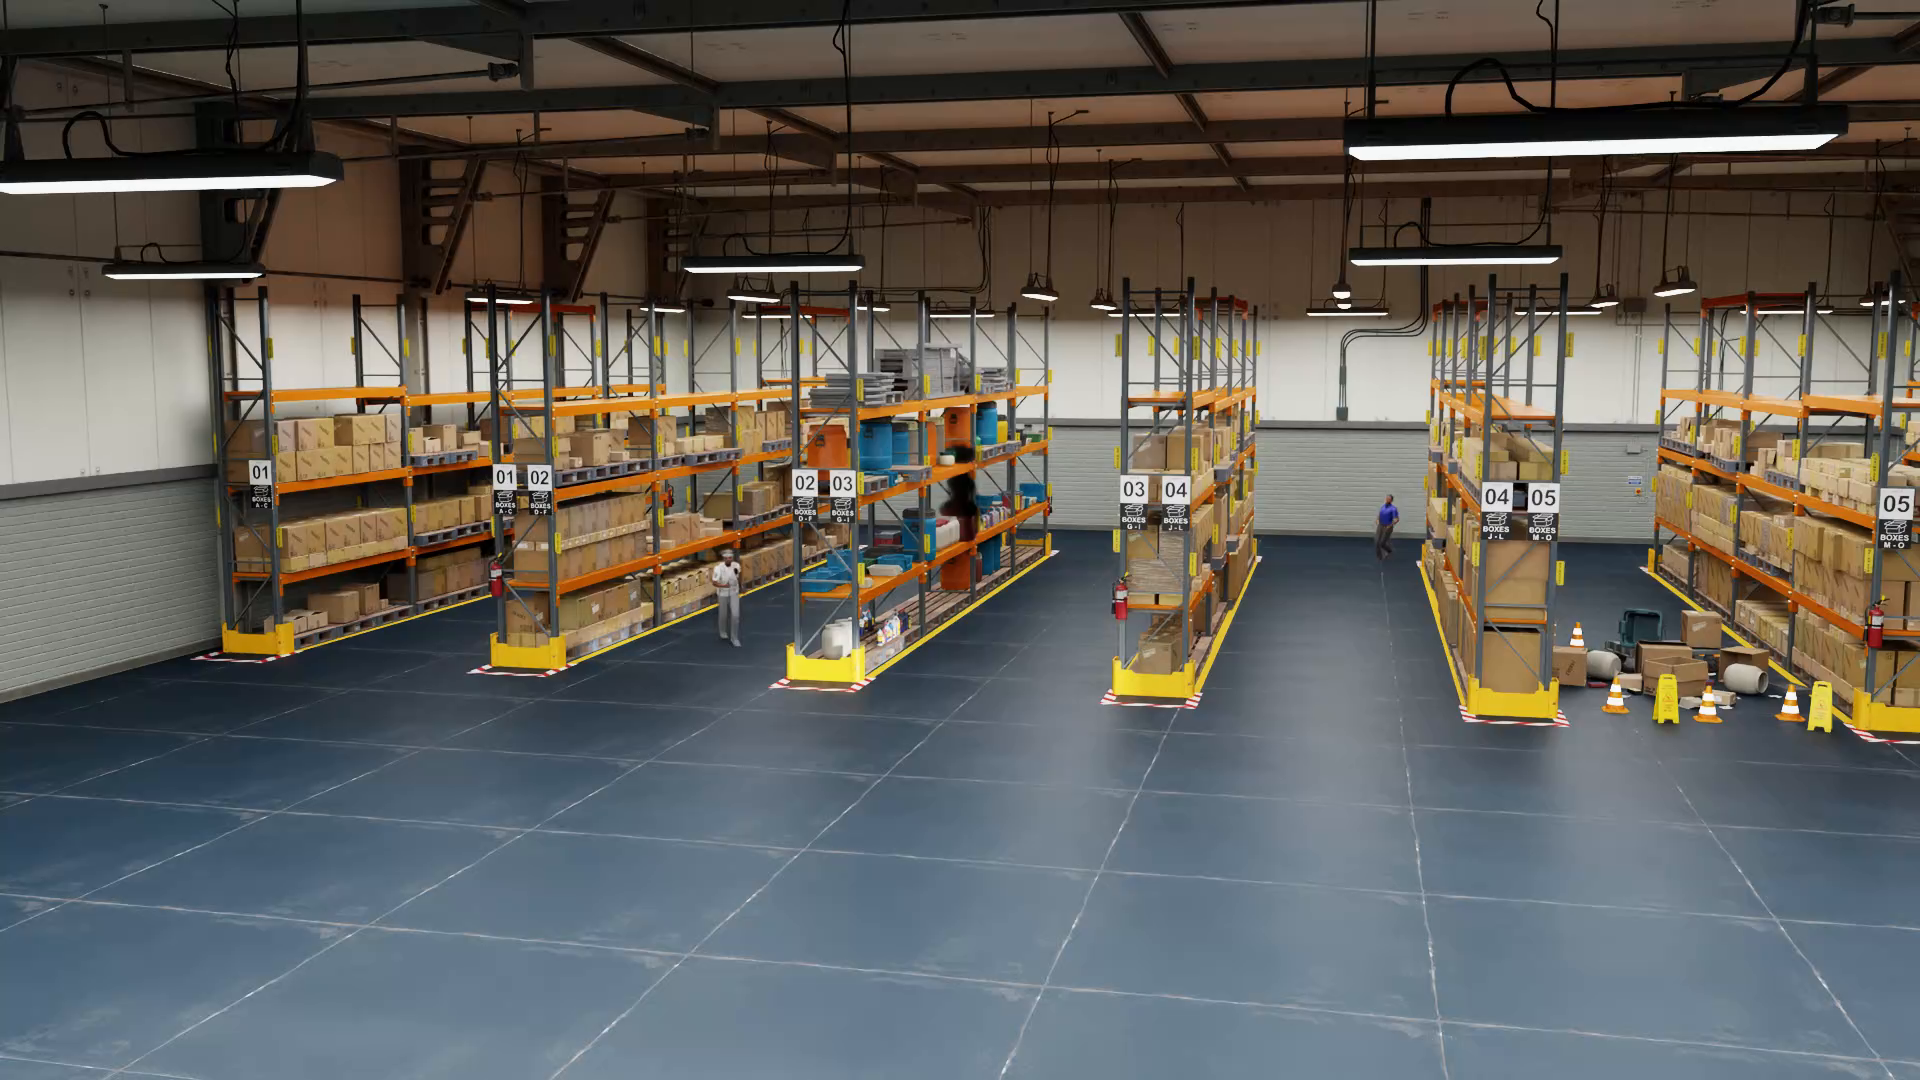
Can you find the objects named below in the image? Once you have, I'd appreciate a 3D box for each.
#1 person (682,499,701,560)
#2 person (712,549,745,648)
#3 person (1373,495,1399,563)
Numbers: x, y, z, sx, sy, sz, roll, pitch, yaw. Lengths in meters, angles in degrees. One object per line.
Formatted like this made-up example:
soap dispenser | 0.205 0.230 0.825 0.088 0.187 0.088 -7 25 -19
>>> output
person | -6.085 -0.120 37.276 0.608 1.654 0.618 1 7 8
person | -3.933 0.950 28.245 0.576 1.661 0.956 -2 7 -15
person | 10.015 -0.262 39.006 0.574 1.624 0.624 -5 9 -39
